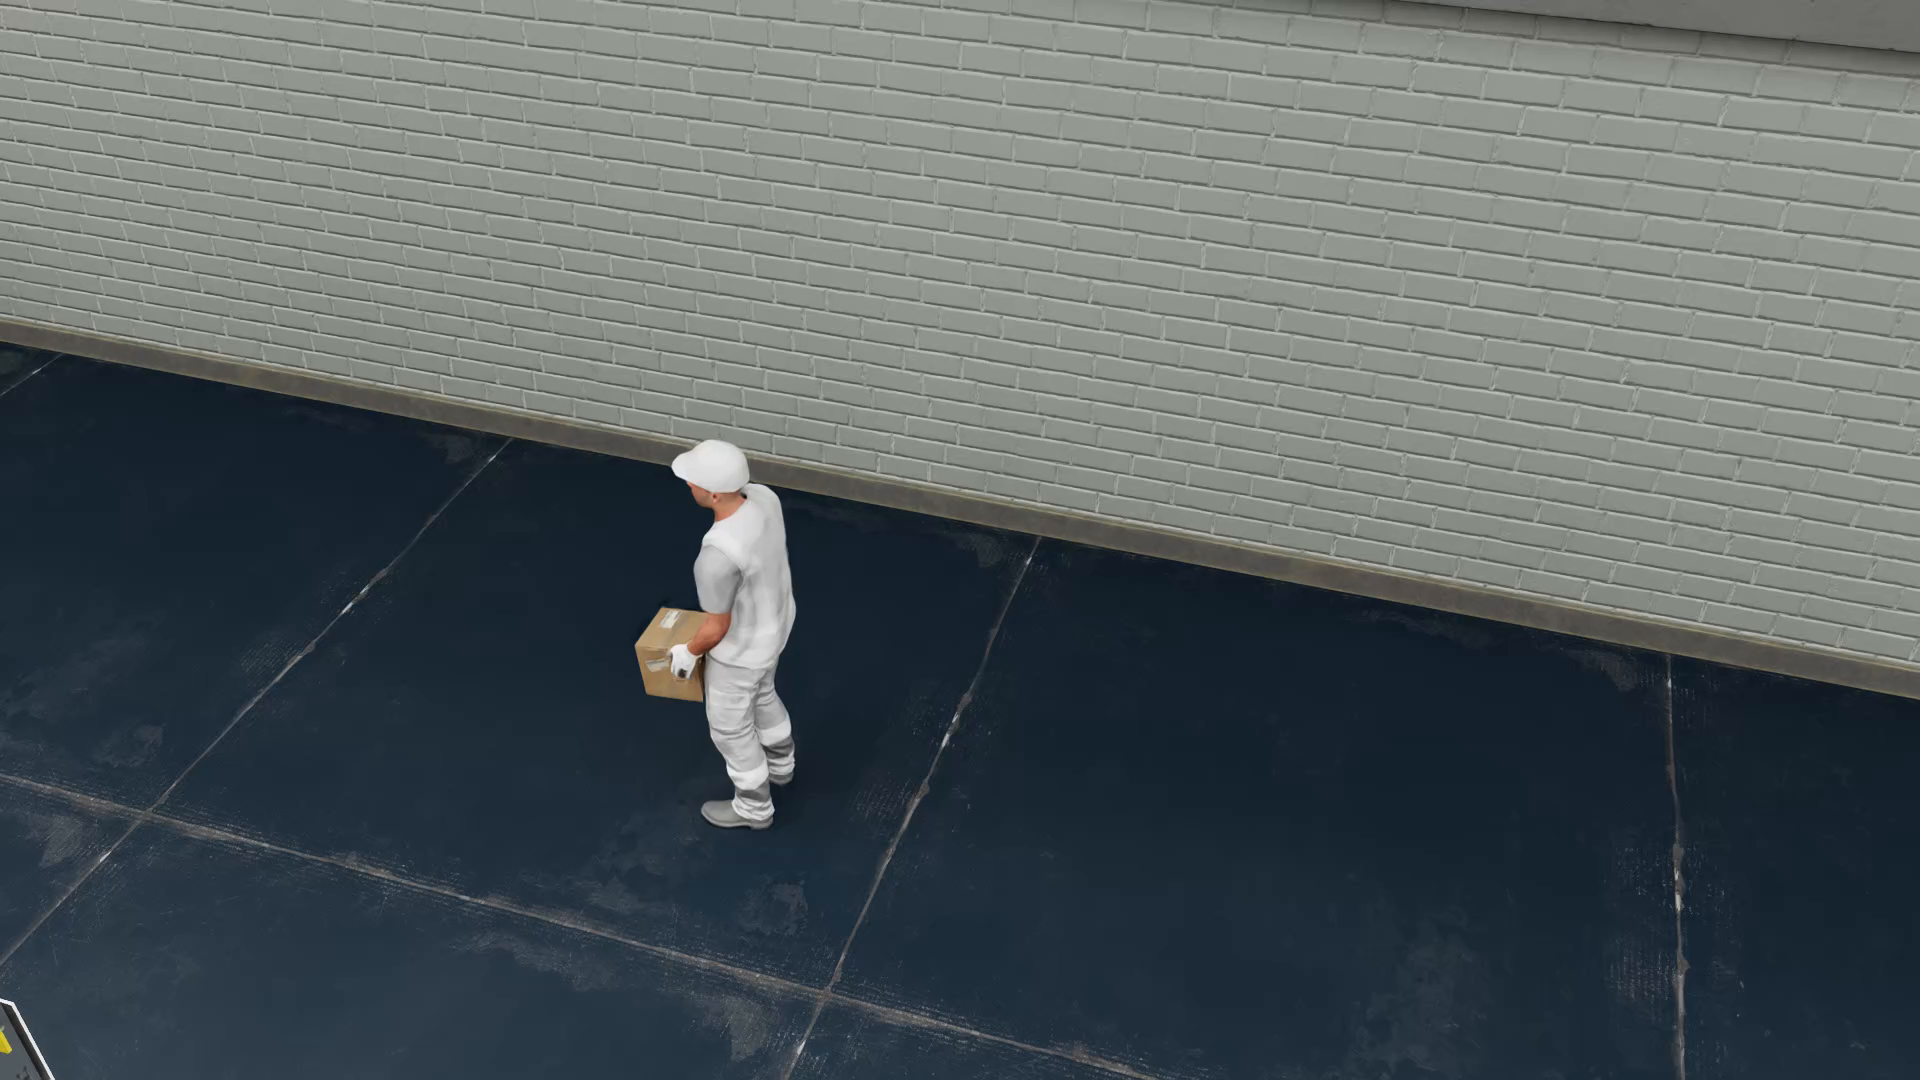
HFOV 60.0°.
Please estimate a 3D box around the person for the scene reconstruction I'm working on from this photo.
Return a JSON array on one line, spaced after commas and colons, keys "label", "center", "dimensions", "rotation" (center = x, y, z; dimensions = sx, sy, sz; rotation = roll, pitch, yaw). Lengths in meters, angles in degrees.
[{"label": "person", "center": [-0.859, 0.371, 6.374], "dimensions": [0.437, 1.789, 0.539], "rotation": [10, 38, 13]}]
